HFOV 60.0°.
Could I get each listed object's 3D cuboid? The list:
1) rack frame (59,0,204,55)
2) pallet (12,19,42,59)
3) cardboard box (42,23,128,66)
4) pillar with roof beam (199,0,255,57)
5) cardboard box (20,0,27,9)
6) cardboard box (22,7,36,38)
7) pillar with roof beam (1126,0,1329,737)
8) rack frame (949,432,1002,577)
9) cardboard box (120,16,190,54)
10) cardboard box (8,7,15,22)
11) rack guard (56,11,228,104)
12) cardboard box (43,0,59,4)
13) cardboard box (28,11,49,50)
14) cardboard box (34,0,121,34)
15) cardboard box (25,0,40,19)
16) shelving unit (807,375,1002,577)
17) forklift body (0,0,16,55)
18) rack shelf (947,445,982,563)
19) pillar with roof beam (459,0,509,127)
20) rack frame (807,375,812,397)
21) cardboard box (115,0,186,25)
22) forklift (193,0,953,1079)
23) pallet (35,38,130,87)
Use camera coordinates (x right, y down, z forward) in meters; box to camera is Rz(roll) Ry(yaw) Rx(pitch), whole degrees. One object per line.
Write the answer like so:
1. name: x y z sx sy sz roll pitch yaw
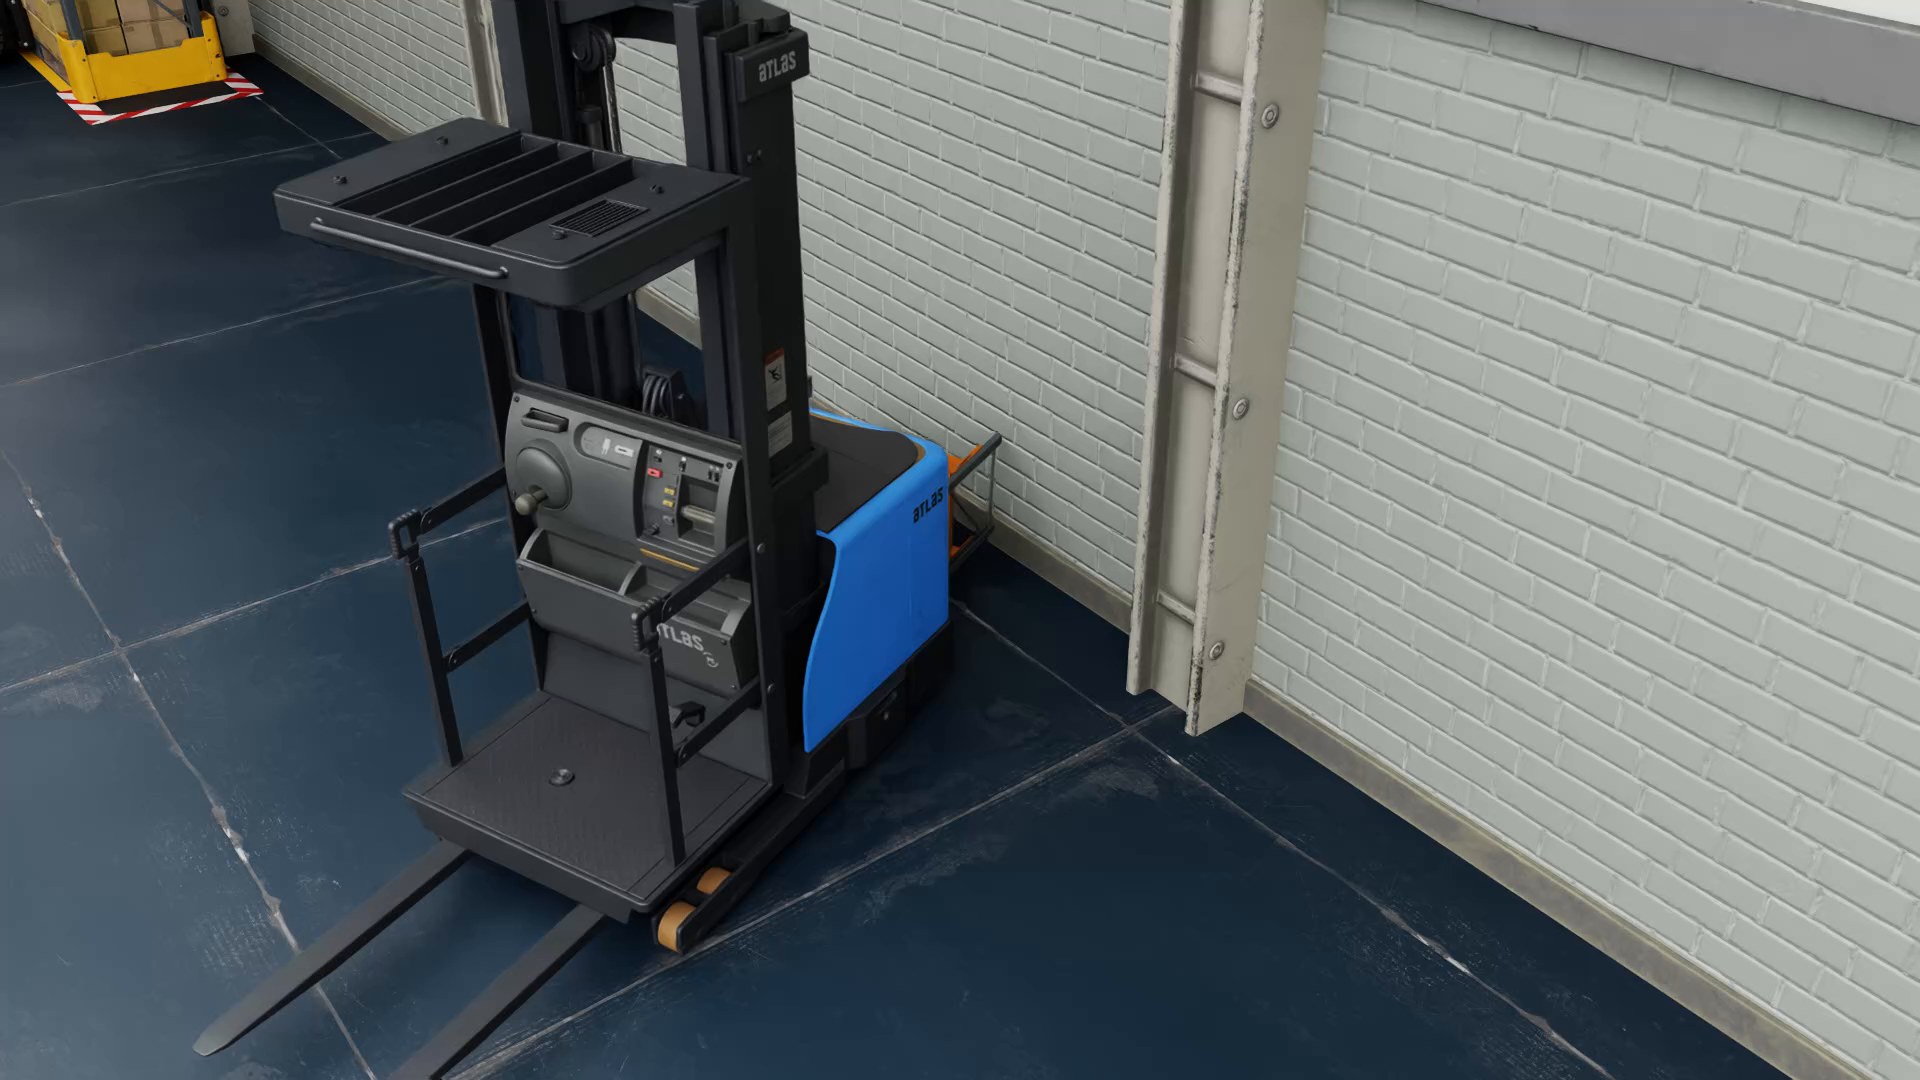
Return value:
1. rack frame: -6.729 -5.054 13.044 1.000 3.000 0.127 -22 38 -31
2. pallet: -7.975 -4.683 15.089 1.003 0.211 1.213 -22 38 -31
3. cardboard box: -7.267 -4.158 13.810 0.500 0.250 0.500 -22 38 -31
4. pillar with roof beam: -9.845 -6.791 10.156 9.100 9.000 0.400 -22 38 -31
5. cardboard box: -7.907 -4.799 14.368 0.500 0.250 0.500 -23 39 -32
6. cardboard box: -7.864 -4.580 14.489 0.500 0.250 0.500 -22 38 -31
7. pillar with roof beam: -2.486 -1.790 2.103 9.100 9.000 0.400 -22 38 -31
8. rack frame: -0.080 -0.018 7.160 0.032 0.500 1.125 18 36 22
9. cardboard box: -6.876 -4.332 14.090 0.500 0.250 0.500 -22 38 -31
10. cardboard box: -8.200 -4.789 14.826 0.500 0.250 0.500 -21 38 -30
11. rack guard: -6.714 -3.982 13.688 1.175 0.500 0.348 -22 38 -31
12. cardboard box: -7.258 -4.580 13.542 0.500 0.250 0.500 -21 37 -30
13. cardboard box: -7.564 -4.368 14.148 0.500 0.250 0.500 -22 38 -31
14. cardboard box: -7.274 -4.378 13.691 0.500 0.250 0.500 -23 38 -32
15. cardboard box: -7.573 -4.591 14.033 0.500 0.250 0.500 -23 38 -32
16. shelving unit: -0.531 -0.161 7.347 1.048 0.538 1.125 18 36 22
17. forklift body: -9.333 -4.893 13.590 2.313 2.155 1.214 -22 38 -31
18. rack shelf: -0.418 -0.275 7.531 1.000 0.538 0.278 18 36 22
19. pillar with roof beam: -6.165 -4.291 6.129 9.100 9.000 0.400 -22 38 -31
20. rack frame: -0.981 -0.305 7.534 0.032 0.500 1.125 18 36 22
21. cardboard box: -6.853 -4.540 13.951 0.500 0.250 0.500 -21 38 -31
22. forklift: -1.211 -0.152 5.216 1.130 2.935 3.031 17 36 26
23. pallet: -7.231 -4.175 14.271 1.003 0.211 1.213 -22 38 -31
